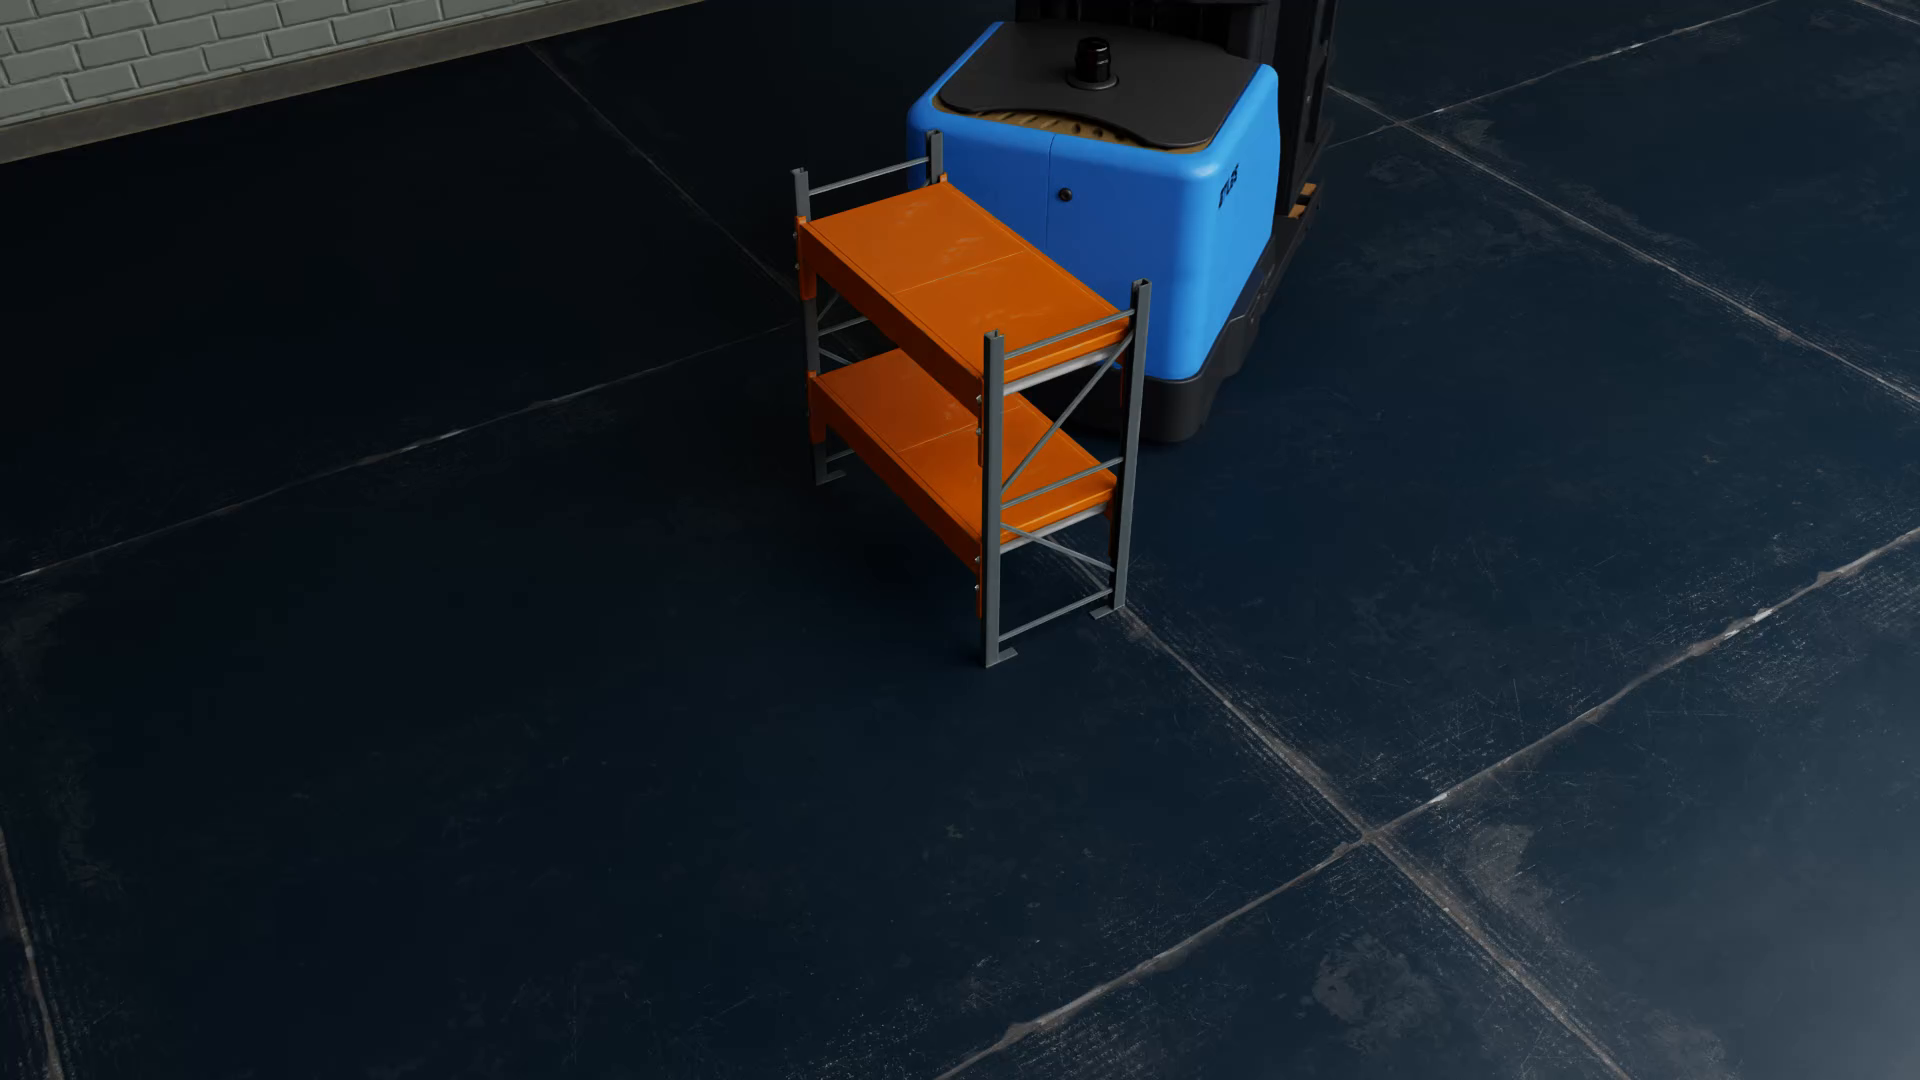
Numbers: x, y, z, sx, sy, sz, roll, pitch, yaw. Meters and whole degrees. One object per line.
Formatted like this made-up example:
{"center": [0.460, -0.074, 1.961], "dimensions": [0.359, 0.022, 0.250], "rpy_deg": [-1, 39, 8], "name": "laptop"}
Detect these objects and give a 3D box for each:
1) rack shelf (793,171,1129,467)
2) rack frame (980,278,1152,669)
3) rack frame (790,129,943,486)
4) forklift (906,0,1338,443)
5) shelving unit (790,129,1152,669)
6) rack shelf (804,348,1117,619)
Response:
{"center": [0.004, -0.653, 4.698], "dimensions": [0.538, 0.278, 1.000], "rpy_deg": [-22, 45, -24], "name": "rack shelf"}
{"center": [0.277, -0.154, 4.556], "dimensions": [0.500, 1.125, 0.032], "rpy_deg": [-22, 45, -24], "name": "rack frame"}
{"center": [-0.270, -0.703, 5.215], "dimensions": [0.500, 1.125, 0.032], "rpy_deg": [-22, 45, -24], "name": "rack frame"}
{"center": [0.839, -2.397, 5.837], "dimensions": [1.130, 2.935, 3.031], "rpy_deg": [15, 42, 17], "name": "forklift"}
{"center": [0.004, -0.428, 4.886], "dimensions": [0.538, 1.125, 1.048], "rpy_deg": [-22, 45, -24], "name": "shelving unit"}
{"center": [0.004, -0.241, 5.042], "dimensions": [0.538, 0.278, 1.000], "rpy_deg": [-22, 45, -24], "name": "rack shelf"}
